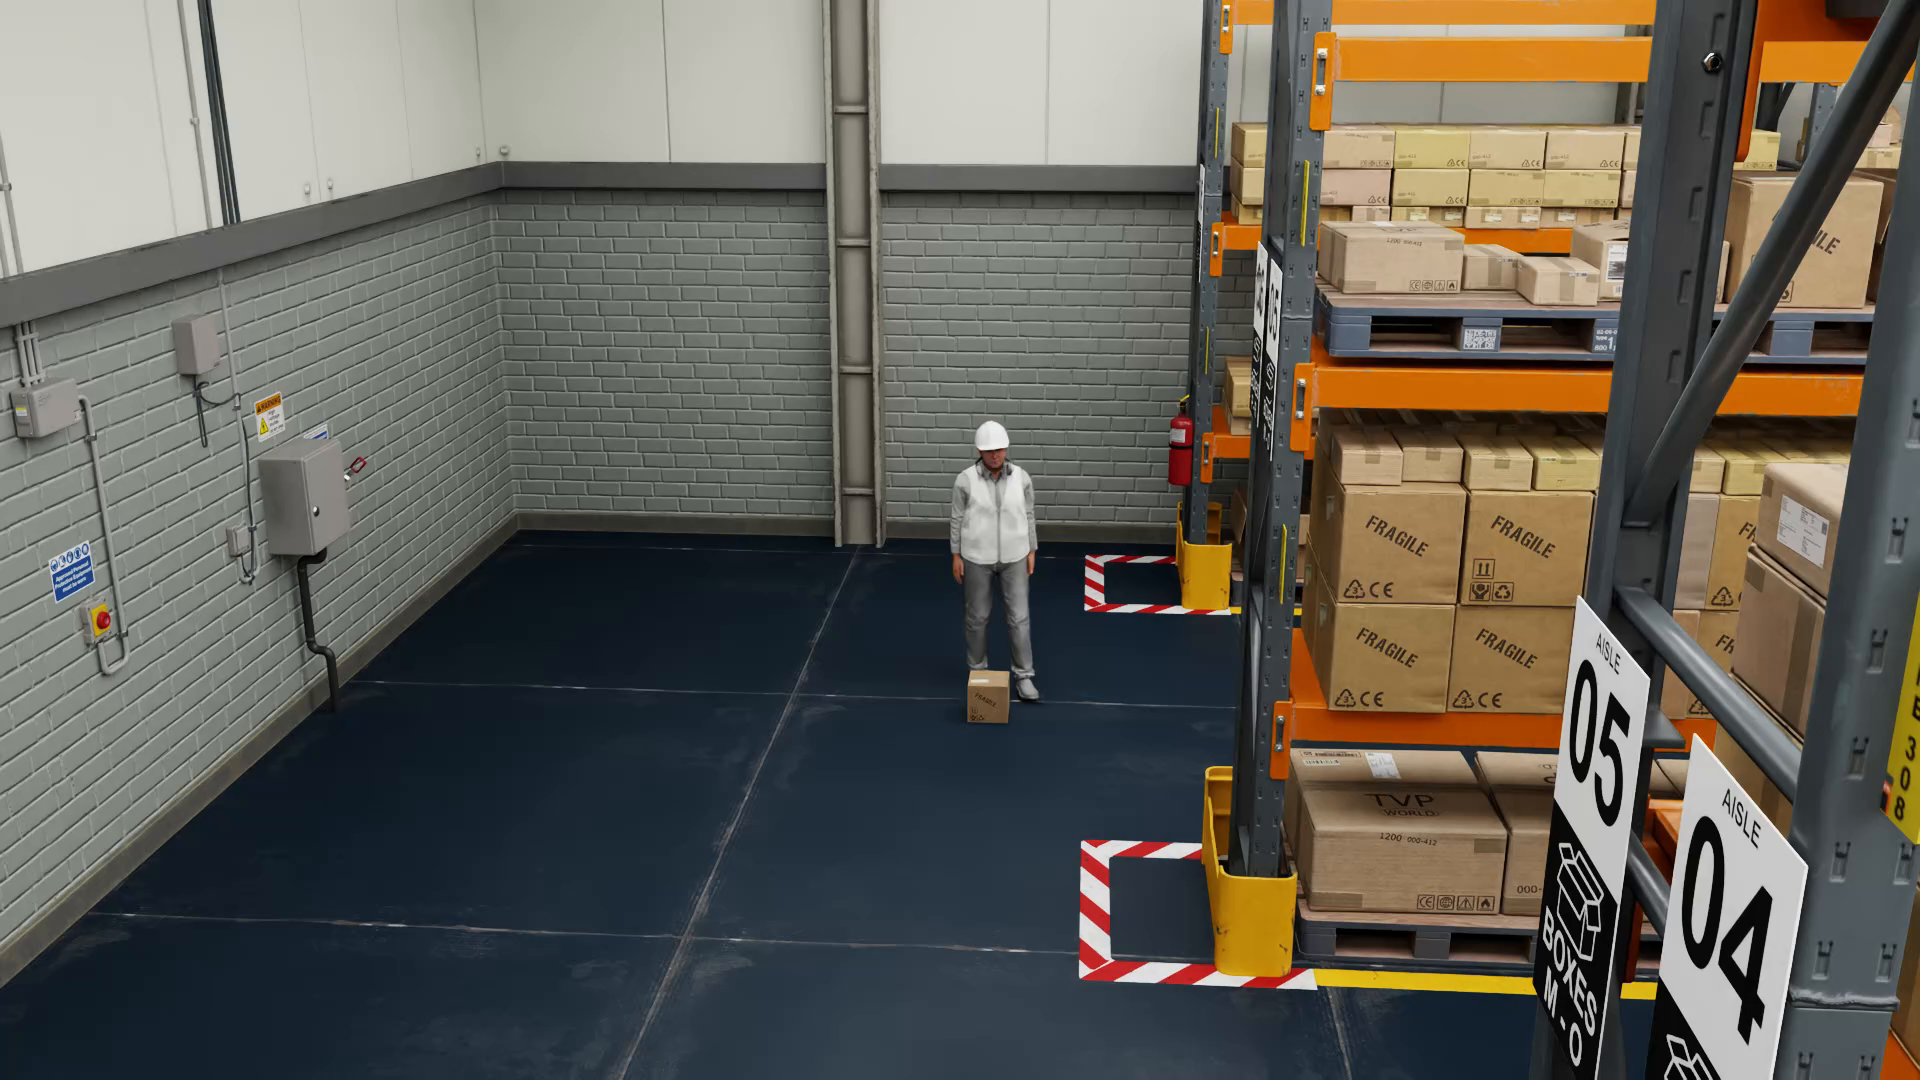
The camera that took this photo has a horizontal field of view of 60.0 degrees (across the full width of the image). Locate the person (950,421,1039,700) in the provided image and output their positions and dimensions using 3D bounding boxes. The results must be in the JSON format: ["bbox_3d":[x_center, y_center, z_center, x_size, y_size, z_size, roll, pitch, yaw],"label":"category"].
[{"bbox_3d":[0.239,0.134,10.561,0.565,1.774,0.590,-3,18,-8],"label":"person"}]
